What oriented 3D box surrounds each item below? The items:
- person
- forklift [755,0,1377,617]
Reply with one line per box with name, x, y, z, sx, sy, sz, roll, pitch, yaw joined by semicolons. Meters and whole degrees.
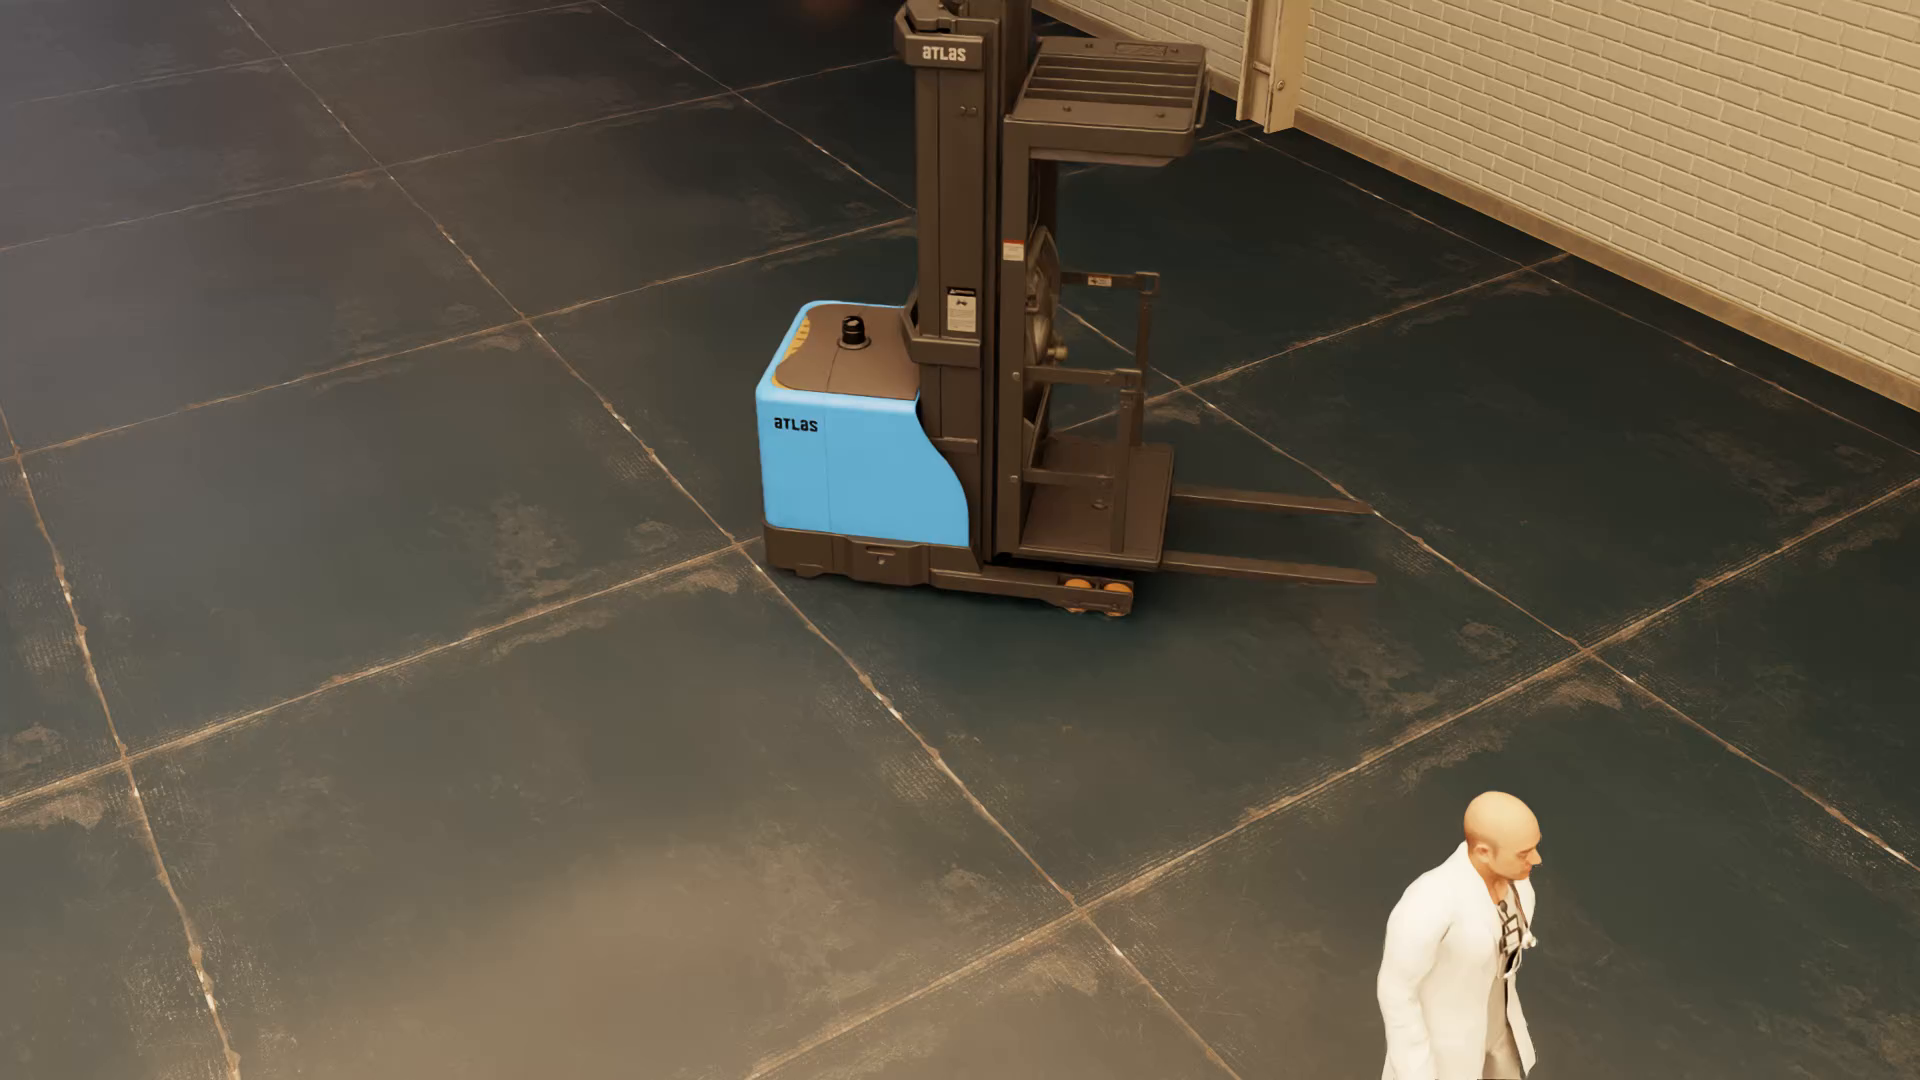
person;1.562;1.515;5.039;0.680;1.812;0.540;-28;44;-33
forklift;0.577;-1.153;7.789;3.031;2.935;1.130;6;36;8
